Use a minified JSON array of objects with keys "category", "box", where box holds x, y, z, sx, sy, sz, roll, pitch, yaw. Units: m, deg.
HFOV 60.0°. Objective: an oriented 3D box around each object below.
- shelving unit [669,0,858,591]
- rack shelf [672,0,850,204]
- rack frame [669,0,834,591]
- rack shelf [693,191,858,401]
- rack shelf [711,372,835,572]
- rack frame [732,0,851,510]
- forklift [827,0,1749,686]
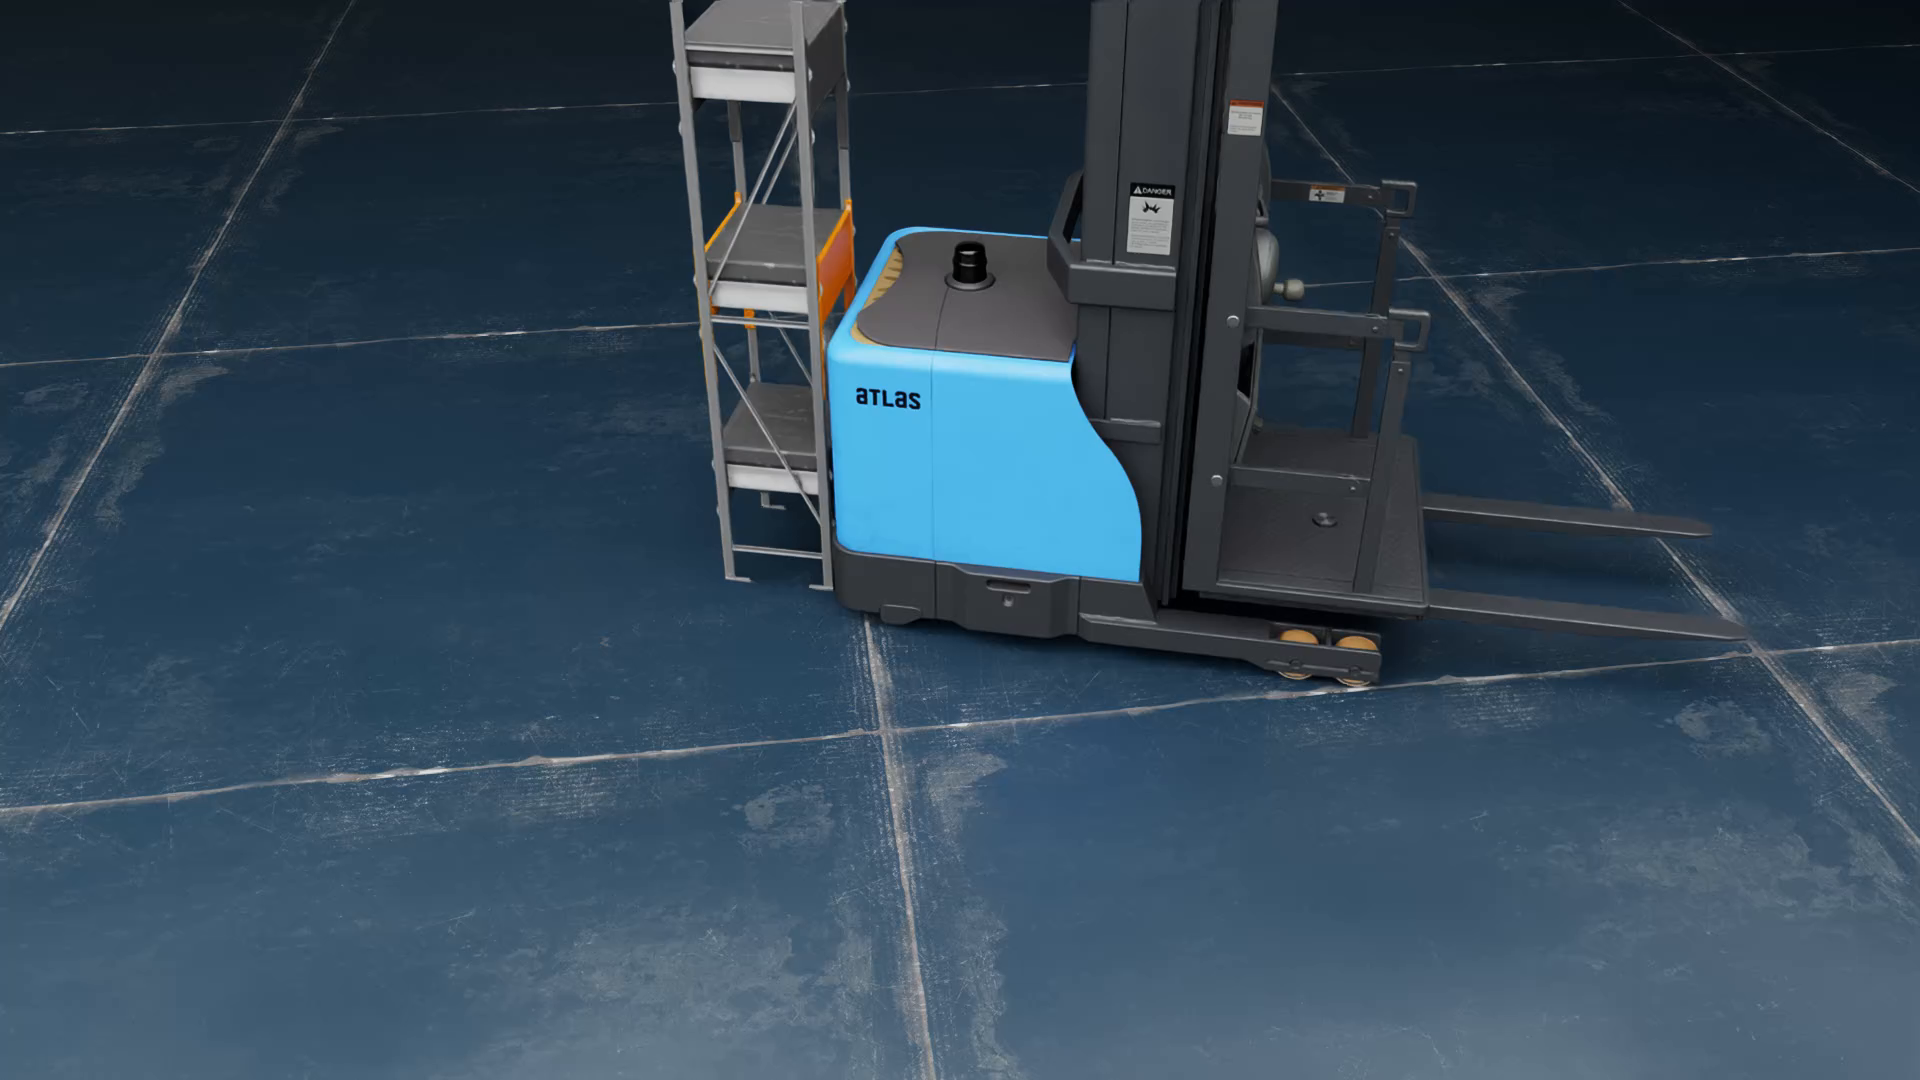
[{"category":"shelving unit","box":[-0.610,-0.841,5.620,0.431,2.100,0.503,6,35,8]},{"category":"rack shelf","box":[-0.610,-1.409,5.234,0.431,0.518,0.480,6,35,8]},{"category":"rack frame","box":[-0.652,-0.706,5.421,0.400,2.100,0.015,6,35,8]},{"category":"rack shelf","box":[-0.610,-0.830,5.628,0.431,0.518,0.480,6,35,8]},{"category":"rack shelf","box":[-0.610,-0.252,6.022,0.431,0.518,0.480,6,35,8]},{"category":"rack frame","box":[-0.569,-0.977,5.819,0.400,2.100,0.015,6,35,8]},{"category":"forklift","box":[1.130,-1.051,5.189,3.031,2.935,1.130,6,35,9]}]
